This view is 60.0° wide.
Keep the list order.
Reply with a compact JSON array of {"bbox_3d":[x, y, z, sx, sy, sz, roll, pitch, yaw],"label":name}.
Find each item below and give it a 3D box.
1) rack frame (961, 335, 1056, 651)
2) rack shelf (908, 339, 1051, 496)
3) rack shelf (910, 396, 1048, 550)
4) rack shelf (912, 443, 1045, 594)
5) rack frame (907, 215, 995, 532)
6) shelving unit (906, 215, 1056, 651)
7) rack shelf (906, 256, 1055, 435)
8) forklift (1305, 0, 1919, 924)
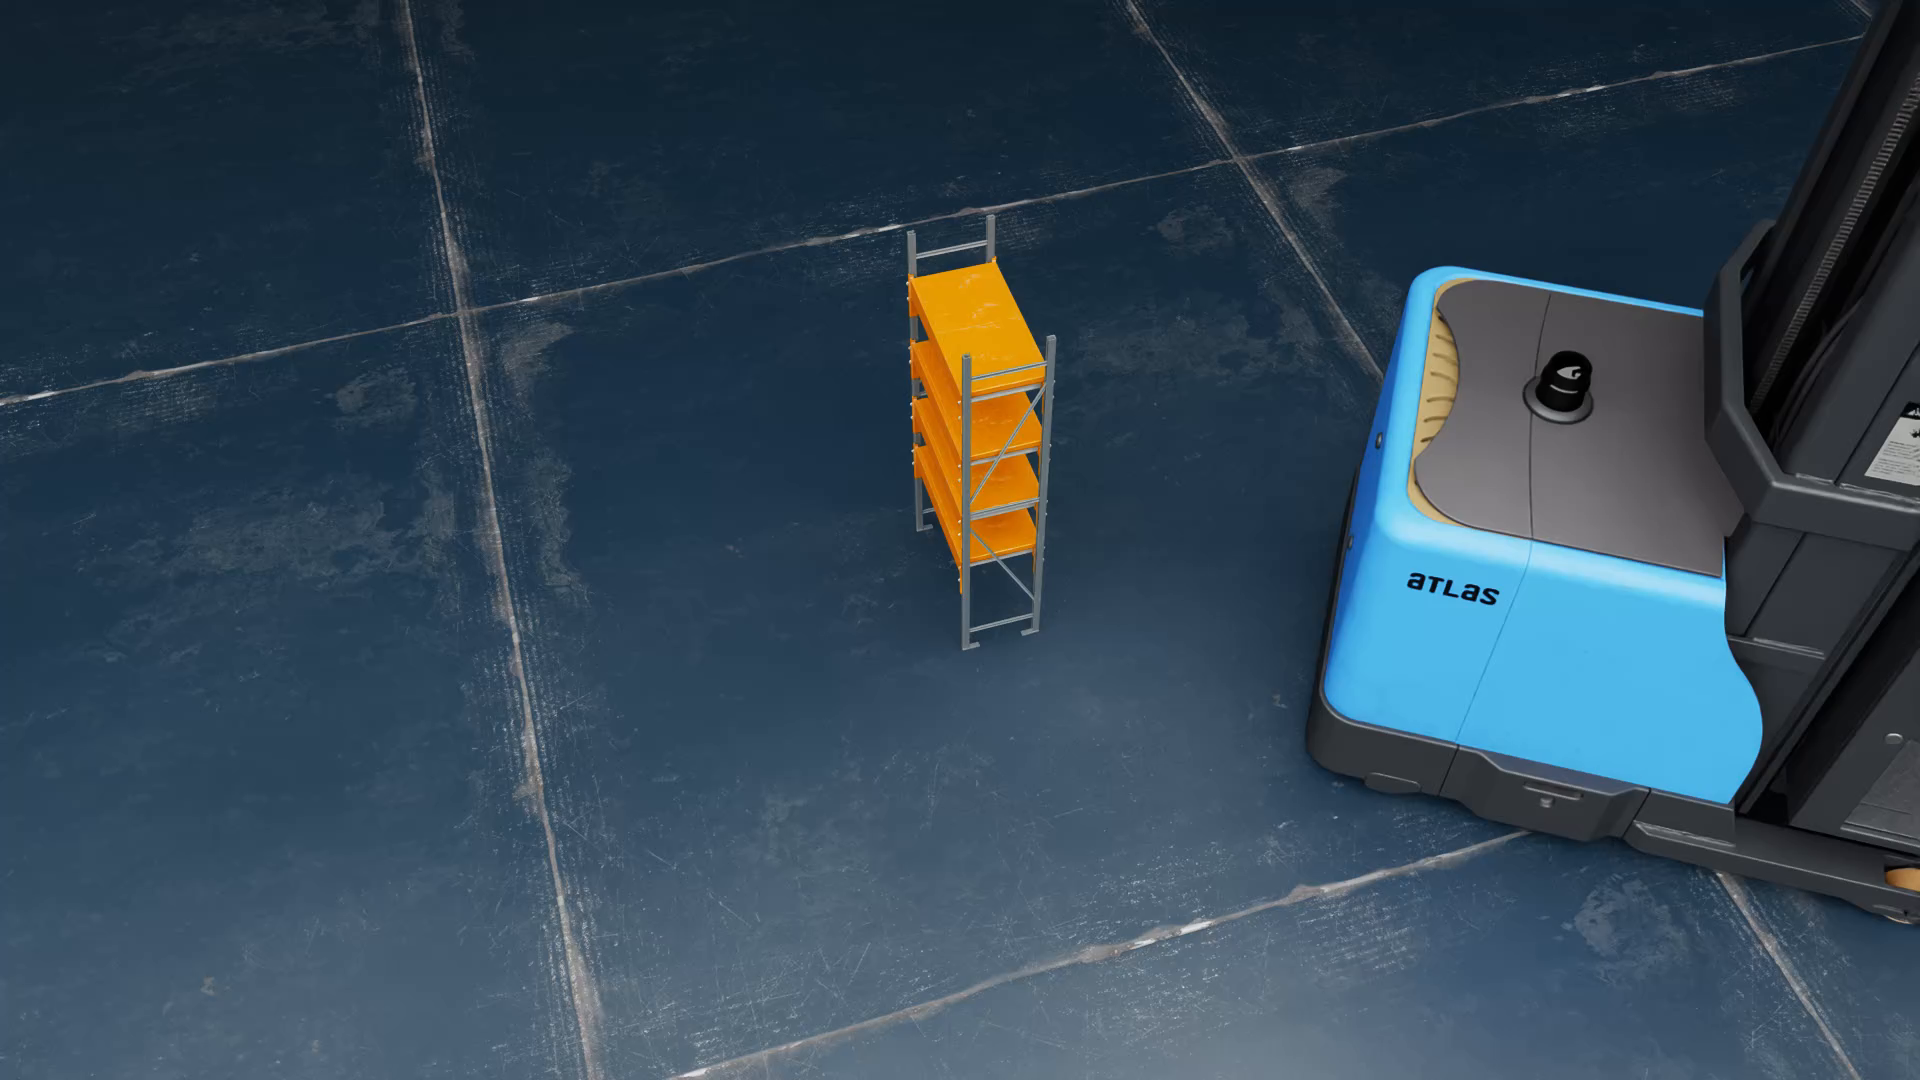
[{"bbox_3d":[0.121,-0.088,4.539,0.240,1.200,0.015,-13,51,-11],"label":"rack frame"},{"bbox_3d":[0.049,-0.367,4.570,0.258,0.148,0.480,-13,51,-11],"label":"rack shelf"},{"bbox_3d":[0.049,-0.222,4.741,0.258,0.148,0.480,-13,51,-11],"label":"rack shelf"},{"bbox_3d":[0.049,-0.094,4.893,0.258,0.148,0.480,-13,51,-11],"label":"rack shelf"},{"bbox_3d":[-0.023,-0.444,4.840,0.240,1.200,0.015,-13,51,-11],"label":"rack frame"},{"bbox_3d":[0.049,-0.266,4.689,0.258,1.200,0.503,-13,51,-11],"label":"shelving unit"},{"bbox_3d":[0.049,-0.519,4.389,0.258,0.148,0.480,-13,51,-11],"label":"rack shelf"},{"bbox_3d":[2.546,-0.347,3.625,3.031,2.935,1.130,12,51,10],"label":"forklift"}]
